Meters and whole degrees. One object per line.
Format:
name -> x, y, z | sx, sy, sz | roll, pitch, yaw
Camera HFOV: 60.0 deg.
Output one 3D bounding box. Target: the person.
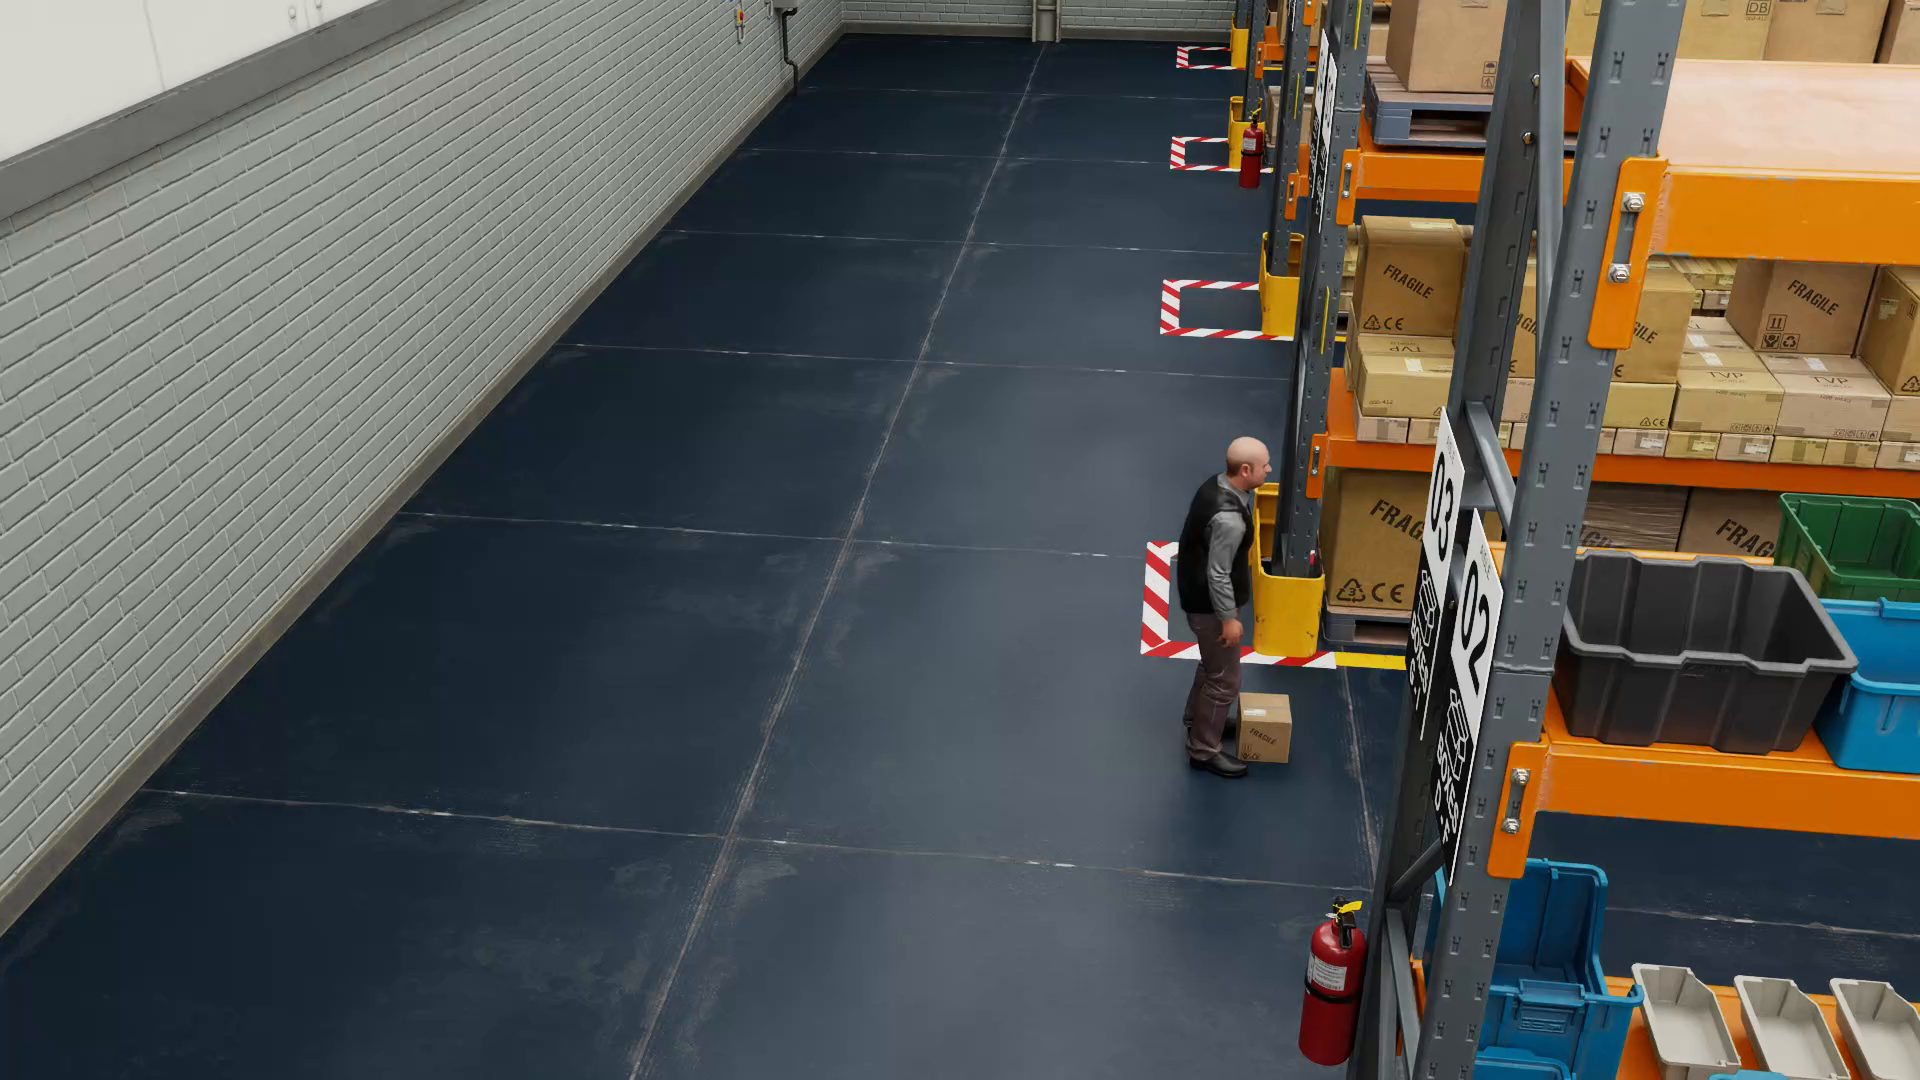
person -> 1.257, 0.292, 8.102 | 0.419, 1.721, 0.581 | 4, 28, 7
